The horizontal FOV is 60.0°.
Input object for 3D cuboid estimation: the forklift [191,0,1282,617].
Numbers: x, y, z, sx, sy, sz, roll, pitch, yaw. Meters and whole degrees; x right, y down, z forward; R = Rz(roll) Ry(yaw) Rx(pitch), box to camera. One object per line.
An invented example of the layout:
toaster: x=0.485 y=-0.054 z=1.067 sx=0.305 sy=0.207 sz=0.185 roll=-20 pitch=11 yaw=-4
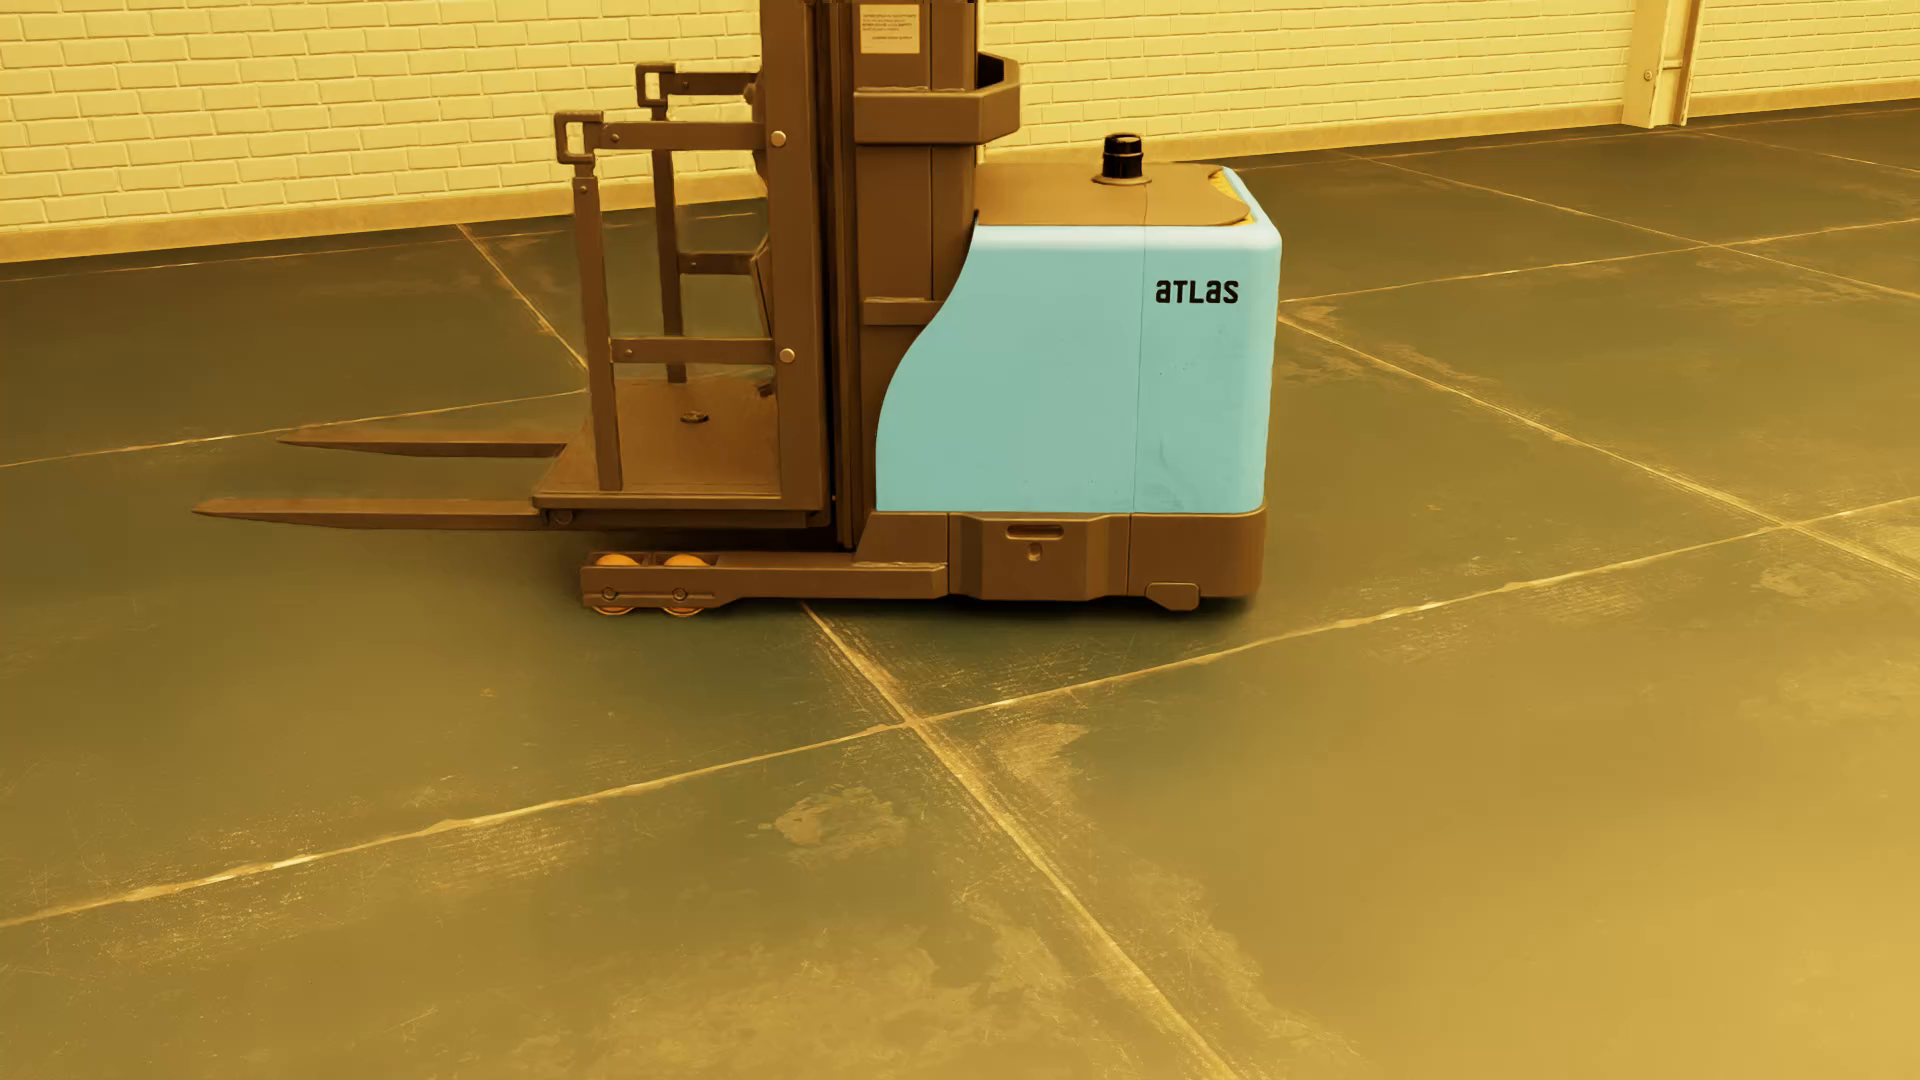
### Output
forklift: x=-0.666 y=-1.344 z=4.522 sx=3.031 sy=2.935 sz=1.130 roll=1 pitch=23 yaw=1
